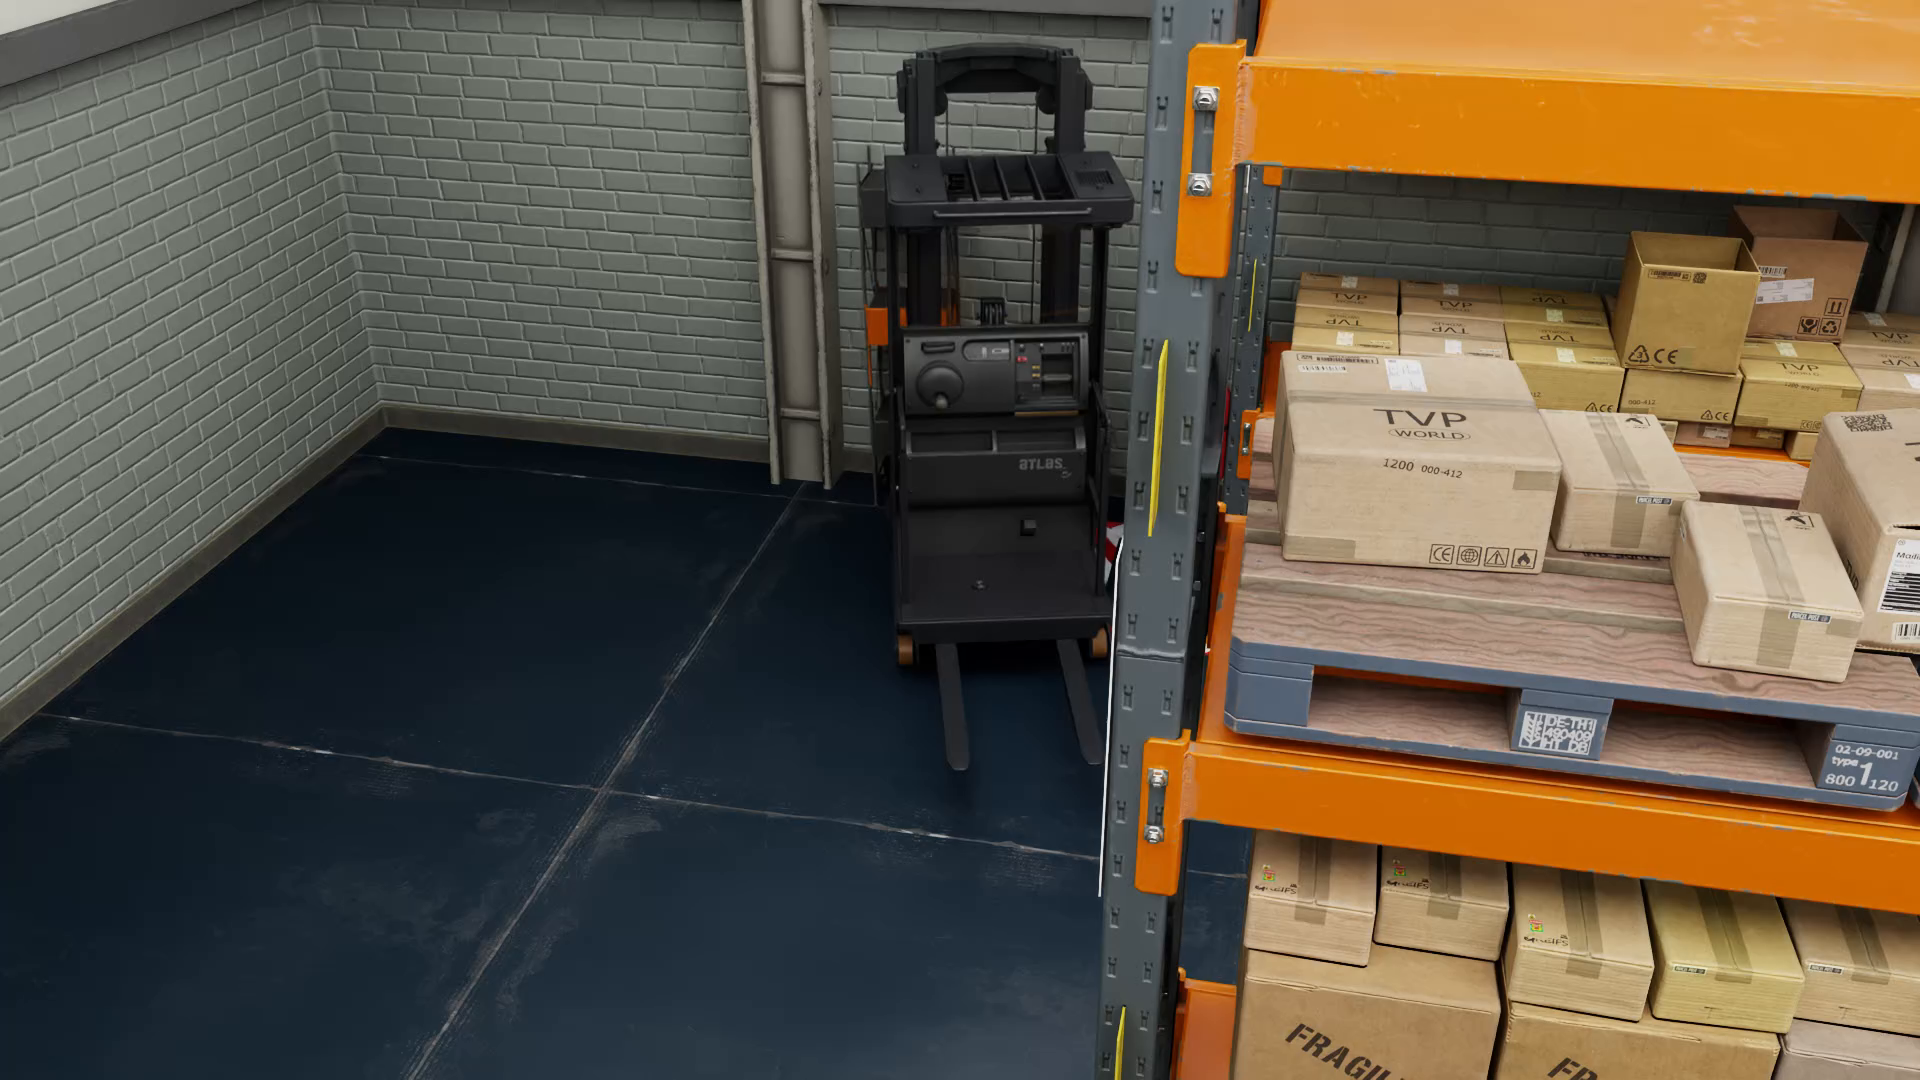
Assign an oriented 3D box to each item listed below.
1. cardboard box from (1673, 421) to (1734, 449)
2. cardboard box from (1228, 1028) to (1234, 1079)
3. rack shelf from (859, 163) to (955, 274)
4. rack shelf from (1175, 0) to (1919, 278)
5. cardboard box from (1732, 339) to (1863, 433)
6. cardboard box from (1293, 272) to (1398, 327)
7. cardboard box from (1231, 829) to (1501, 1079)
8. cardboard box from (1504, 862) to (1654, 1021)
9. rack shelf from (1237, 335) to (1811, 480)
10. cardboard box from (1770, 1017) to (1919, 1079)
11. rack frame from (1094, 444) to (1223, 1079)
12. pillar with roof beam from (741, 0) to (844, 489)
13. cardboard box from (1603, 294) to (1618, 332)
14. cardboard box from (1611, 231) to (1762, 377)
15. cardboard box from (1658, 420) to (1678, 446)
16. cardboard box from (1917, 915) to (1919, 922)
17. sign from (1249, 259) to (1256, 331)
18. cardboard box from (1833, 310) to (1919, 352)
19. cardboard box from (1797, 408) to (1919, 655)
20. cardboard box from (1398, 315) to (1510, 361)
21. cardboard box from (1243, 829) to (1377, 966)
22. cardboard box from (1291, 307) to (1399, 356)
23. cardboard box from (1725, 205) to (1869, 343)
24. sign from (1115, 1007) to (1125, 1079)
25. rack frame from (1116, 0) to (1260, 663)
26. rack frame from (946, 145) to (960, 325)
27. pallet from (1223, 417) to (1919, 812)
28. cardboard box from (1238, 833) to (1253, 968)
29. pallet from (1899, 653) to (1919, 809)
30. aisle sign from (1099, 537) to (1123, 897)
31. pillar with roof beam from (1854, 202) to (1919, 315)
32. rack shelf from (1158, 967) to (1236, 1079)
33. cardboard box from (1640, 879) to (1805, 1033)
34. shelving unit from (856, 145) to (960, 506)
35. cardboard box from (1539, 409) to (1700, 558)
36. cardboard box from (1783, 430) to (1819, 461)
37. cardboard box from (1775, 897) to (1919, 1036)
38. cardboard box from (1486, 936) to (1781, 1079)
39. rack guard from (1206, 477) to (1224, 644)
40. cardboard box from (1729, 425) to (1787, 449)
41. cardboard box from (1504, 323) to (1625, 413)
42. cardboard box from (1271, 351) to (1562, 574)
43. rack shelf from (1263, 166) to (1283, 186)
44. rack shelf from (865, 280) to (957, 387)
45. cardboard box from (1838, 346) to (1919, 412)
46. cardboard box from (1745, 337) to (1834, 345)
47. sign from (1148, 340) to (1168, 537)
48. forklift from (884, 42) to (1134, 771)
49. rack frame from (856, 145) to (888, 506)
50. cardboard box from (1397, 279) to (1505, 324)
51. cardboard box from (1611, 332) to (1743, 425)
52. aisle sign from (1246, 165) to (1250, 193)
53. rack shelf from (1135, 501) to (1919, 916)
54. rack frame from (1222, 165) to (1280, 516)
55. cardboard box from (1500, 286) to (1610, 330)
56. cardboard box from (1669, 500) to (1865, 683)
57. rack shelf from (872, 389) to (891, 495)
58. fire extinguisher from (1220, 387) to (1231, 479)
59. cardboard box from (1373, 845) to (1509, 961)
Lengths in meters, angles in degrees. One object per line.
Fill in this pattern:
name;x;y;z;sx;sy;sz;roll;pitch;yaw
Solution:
cardboard box;3.533;-0.593;7.971;0.250;0.149;0.380;6;29;10
cardboard box;0.867;1.443;3.887;0.500;0.500;0.500;6;29;10
rack shelf;-0.291;-1.832;9.452;0.480;0.518;0.431;2;28;7
rack shelf;2.414;-0.636;2.707;4.000;0.370;1.077;6;29;11
cardboard box;3.876;-0.727;7.802;0.500;0.250;0.500;6;29;10
cardboard box;1.996;-1.171;8.612;0.500;0.250;0.500;7;29;12
cardboard box;0.868;1.003;3.649;0.500;0.500;0.500;5;29;9
cardboard box;1.249;0.775;3.390;0.250;0.149;0.380;7;29;12
rack shelf;3.447;-0.512;8.310;4.000;0.370;1.077;6;29;11
cardboard box;1.880;1.100;3.473;0.500;0.500;0.500;6;29;10
rack frame;0.458;1.304;4.245;0.127;3.000;1.000;6;29;11
pillar with roof beam;-1.857;-2.331;4.637;0.400;9.000;9.100;6;29;11
cardboard box;3.495;-1.014;8.326;0.500;0.250;0.500;6;29;10
cardboard box;3.345;-1.099;7.700;0.500;0.500;0.500;7;29;12
cardboard box;3.266;-0.587;7.959;0.250;0.149;0.380;7;29;12
cardboard box;2.013;0.839;3.273;0.250;0.149;0.380;6;29;11
sign;1.378;-1.153;7.831;0.005;0.325;0.100;6;29;11
cardboard box;4.483;-0.915;8.144;0.500;0.250;0.500;6;29;10
cardboard box;1.911;-0.028;3.105;0.500;0.311;0.500;6;29;11
cardboard box;2.371;-0.870;8.062;0.500;0.250;0.500;6;29;11
cardboard box;0.747;0.702;3.523;0.250;0.149;0.380;6;29;12
cardboard box;1.878;-0.921;8.154;0.500;0.250;0.500;6;29;11
cardboard box;4.002;-1.295;8.057;0.500;0.500;0.500;5;29;9
sign;0.336;1.149;3.543;0.005;0.325;0.100;6;29;11
rack frame;0.458;-1.328;2.805;0.127;3.000;1.000;6;29;11
rack frame;-0.030;-1.215;9.740;0.015;2.100;0.400;2;28;7
pallet;1.186;0.096;3.419;1.213;0.211;1.003;6;29;11
cardboard box;0.979;0.758;4.097;0.500;0.500;0.500;7;29;12
pallet;2.382;0.217;3.198;1.213;0.211;1.003;6;29;11
aisle sign;0.327;0.292;3.385;0.004;0.787;0.394;6;29;11
pillar with roof beam;4.011;-1.730;3.538;0.400;9.000;9.100;6;29;11
rack shelf;2.414;1.820;4.052;4.000;0.370;1.077;6;29;11
cardboard box;1.510;0.793;3.357;0.250;0.149;0.380;5;29;9
shelving unit;-0.272;-1.223;9.770;0.503;2.100;0.431;2;28;7
cardboard box;1.344;-0.123;3.447;0.250;0.149;0.380;4;29;7
cardboard box;4.013;-0.512;7.823;0.250;0.149;0.380;5;29;10
cardboard box;1.778;0.794;3.354;0.250;0.149;0.380;6;29;11
cardboard box;1.375;1.052;3.560;0.500;0.500;0.500;5;29;9
rack guard;1.565;0.076;9.090;0.348;0.500;1.175;6;29;11
cardboard box;3.784;-0.590;7.966;0.250;0.149;0.380;6;29;11
cardboard box;2.868;-0.821;7.972;0.500;0.250;0.500;5;29;10
cardboard box;0.917;-0.172;3.431;0.500;0.250;0.500;3;29;6
rack shelf;3.447;-1.828;7.590;4.000;0.370;1.077;6;29;11
rack shelf;-0.272;-1.211;9.776;0.480;0.518;0.431;2;28;7
cardboard box;4.361;-0.671;7.699;0.500;0.250;0.500;6;29;11
cardboard box;3.979;-0.968;8.240;0.500;0.250;0.500;6;29;12
sign;0.336;-0.170;2.821;0.005;0.325;0.100;6;29;11
forklift;0.199;-0.801;8.161;1.130;2.935;3.031;-2;29;-3
rack frame;-0.514;-1.232;9.800;0.015;2.100;0.400;2;28;7
cardboard box;2.500;-1.119;8.516;0.500;0.250;0.500;6;29;11
cardboard box;3.372;-0.780;7.897;0.500;0.250;0.500;5;29;9
aisle sign;1.363;-2.037;7.640;0.004;0.787;0.394;6;29;11
rack shelf;2.414;0.504;3.331;4.000;0.370;1.077;6;29;11
rack frame;1.491;-1.028;8.504;0.127;3.000;1.000;6;29;11
cardboard box;2.983;-1.067;8.422;0.500;0.250;0.500;7;29;12
cardboard box;1.474;0.087;3.064;0.250;0.149;0.380;7;29;12
rack shelf;-0.253;-0.591;10.100;0.480;0.518;0.431;2;28;7
fire extinguisher;1.251;-0.628;8.243;0.183;0.674;0.296;6;29;11
cardboard box;1.019;0.695;3.536;0.250;0.149;0.380;7;29;12
